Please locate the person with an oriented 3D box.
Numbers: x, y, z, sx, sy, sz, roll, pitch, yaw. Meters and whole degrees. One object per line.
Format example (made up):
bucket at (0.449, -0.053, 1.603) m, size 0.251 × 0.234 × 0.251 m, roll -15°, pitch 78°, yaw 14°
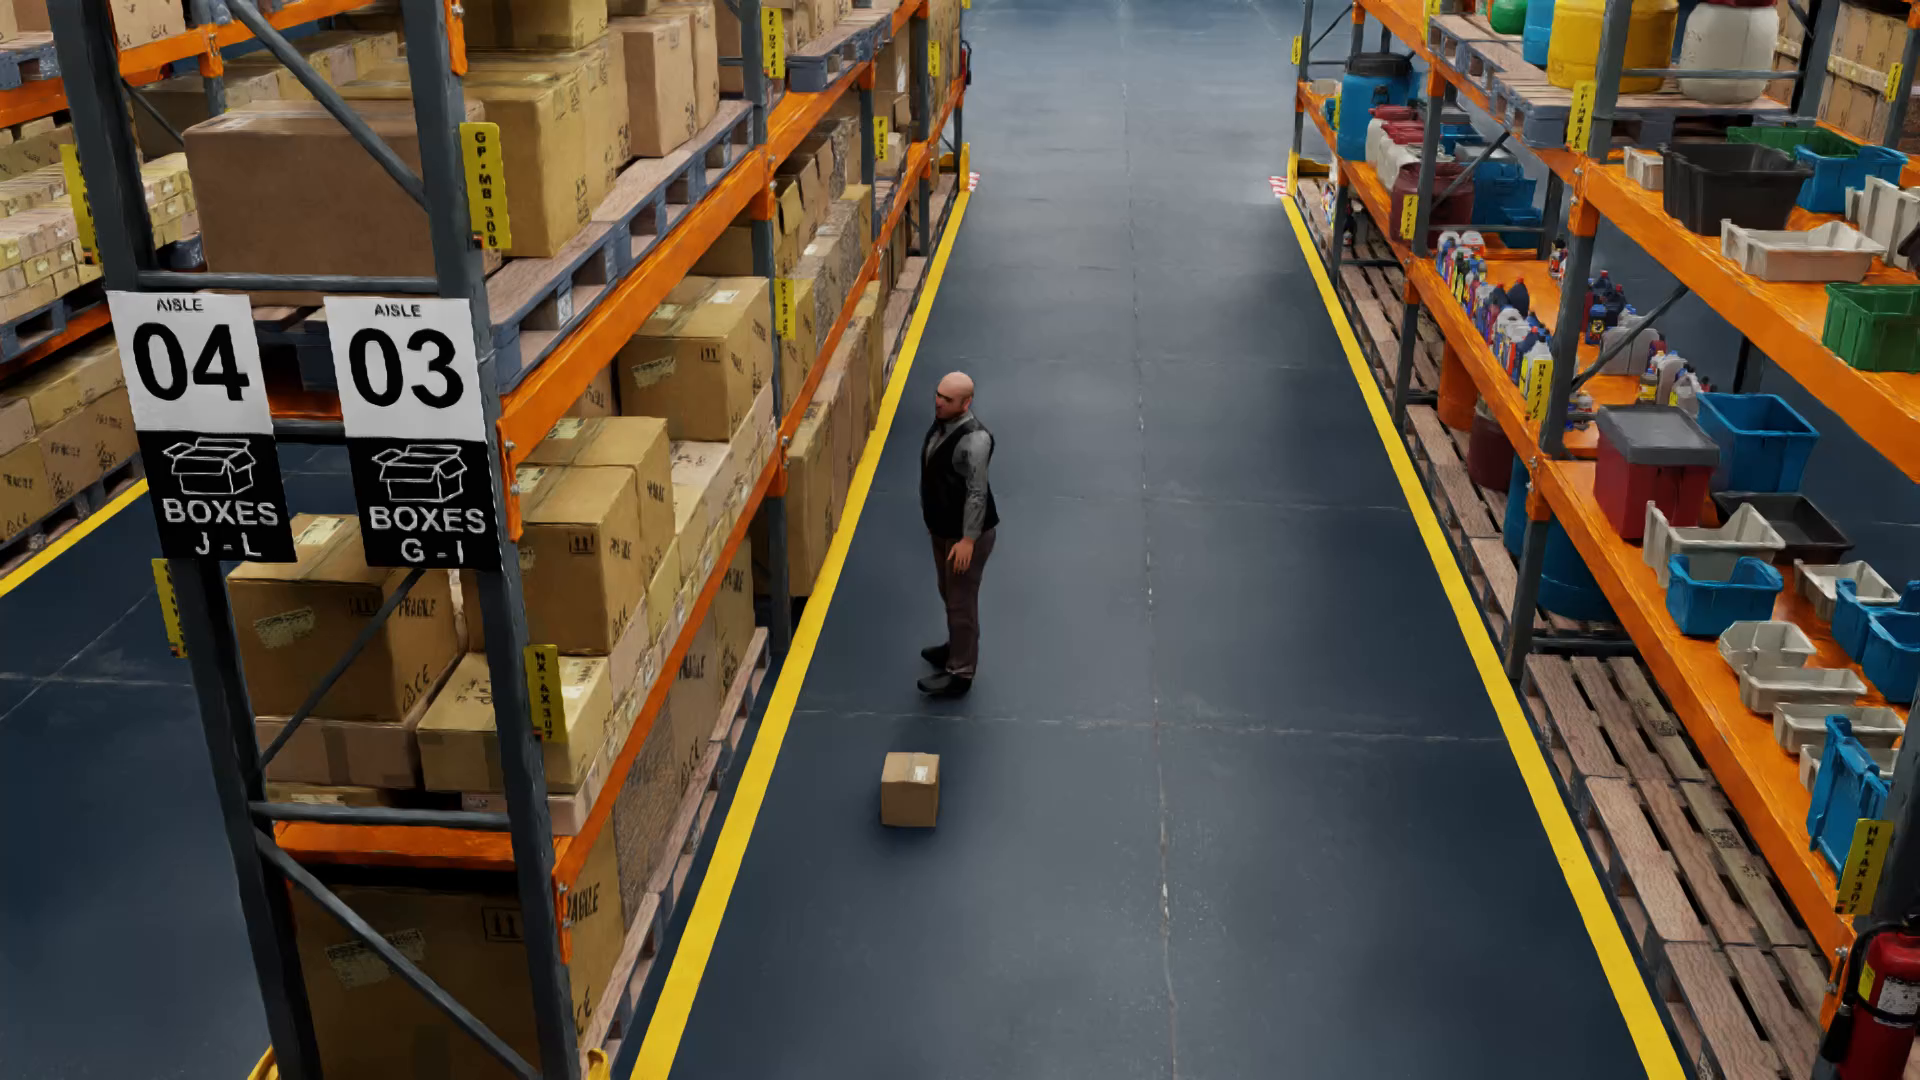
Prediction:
person at (-0.065, -0.044, 8.663) m, size 0.470 × 1.731 × 0.591 m, roll -10°, pitch 26°, yaw -21°
